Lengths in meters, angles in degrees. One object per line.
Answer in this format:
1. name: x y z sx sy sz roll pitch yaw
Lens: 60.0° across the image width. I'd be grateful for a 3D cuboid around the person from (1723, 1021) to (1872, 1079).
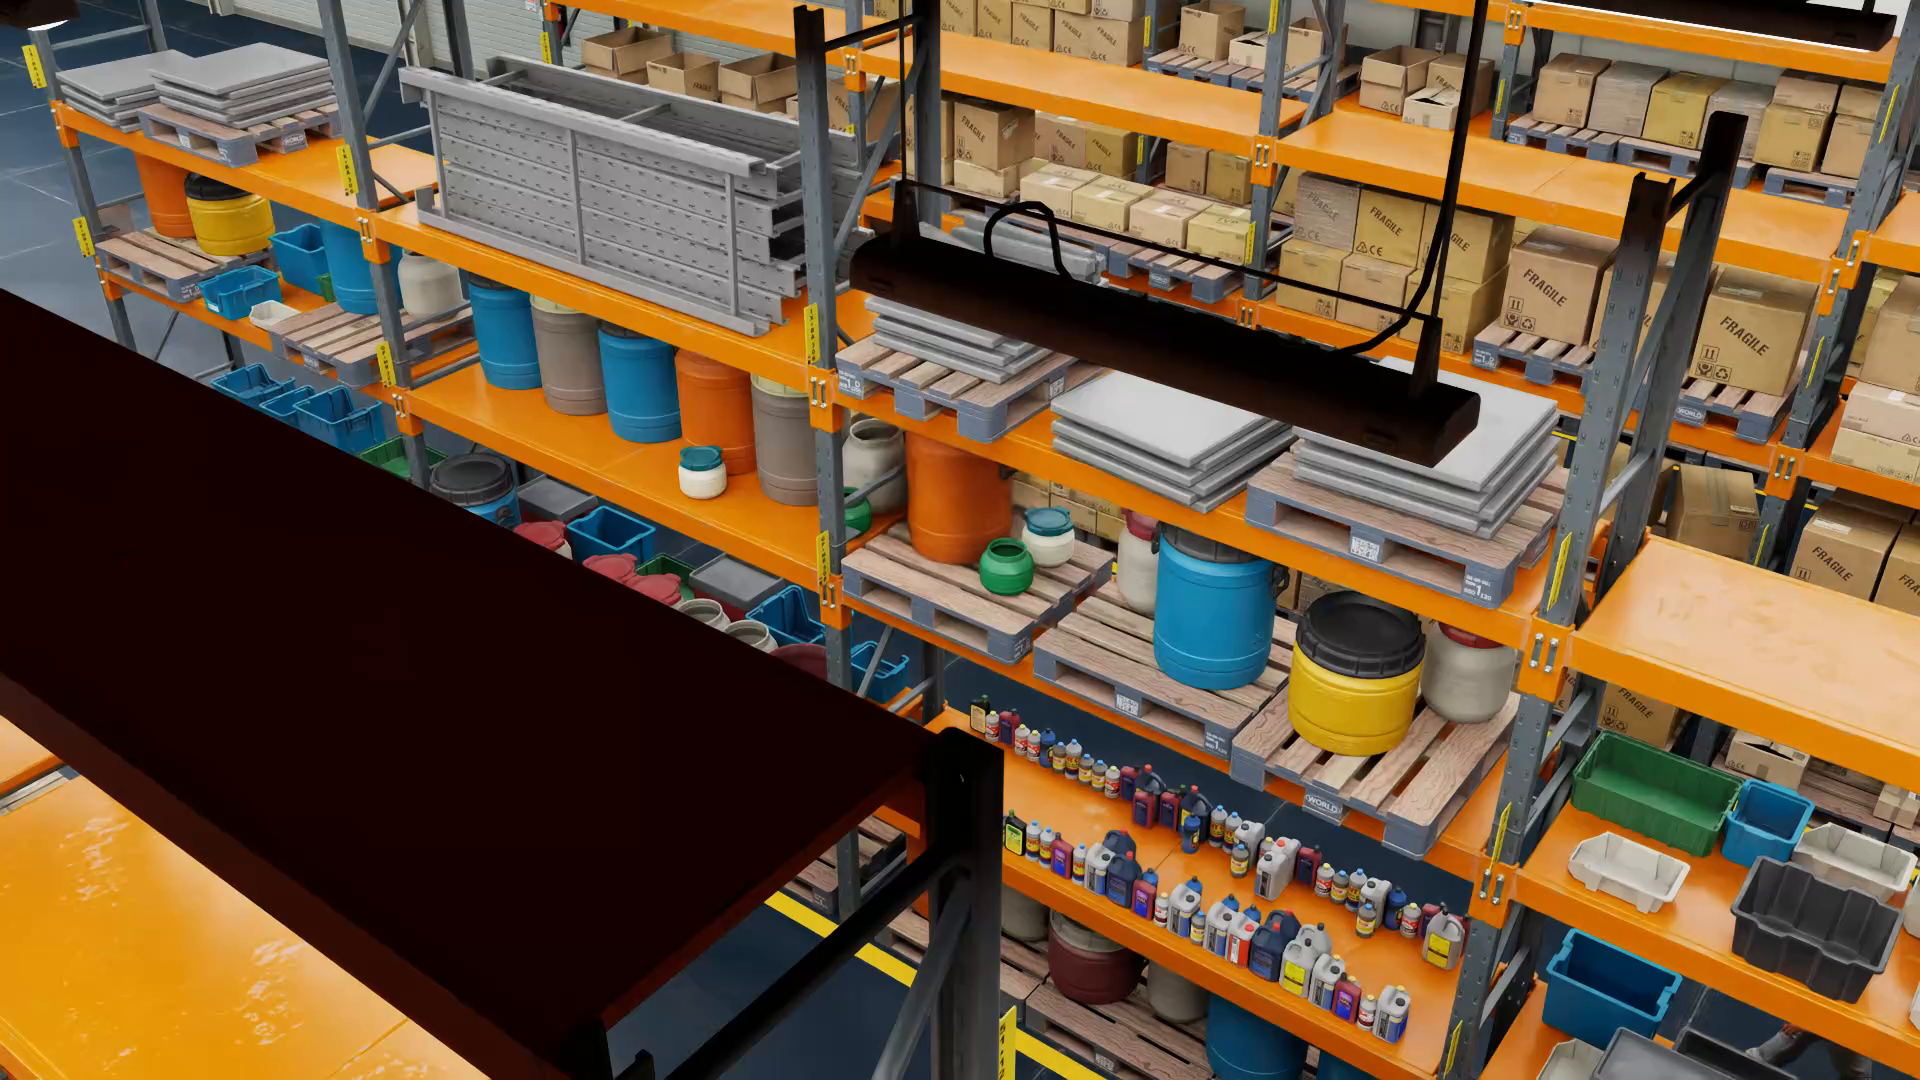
1. person: 4.931 2.613 9.332 1.074 1.711 0.599 24 39 34
